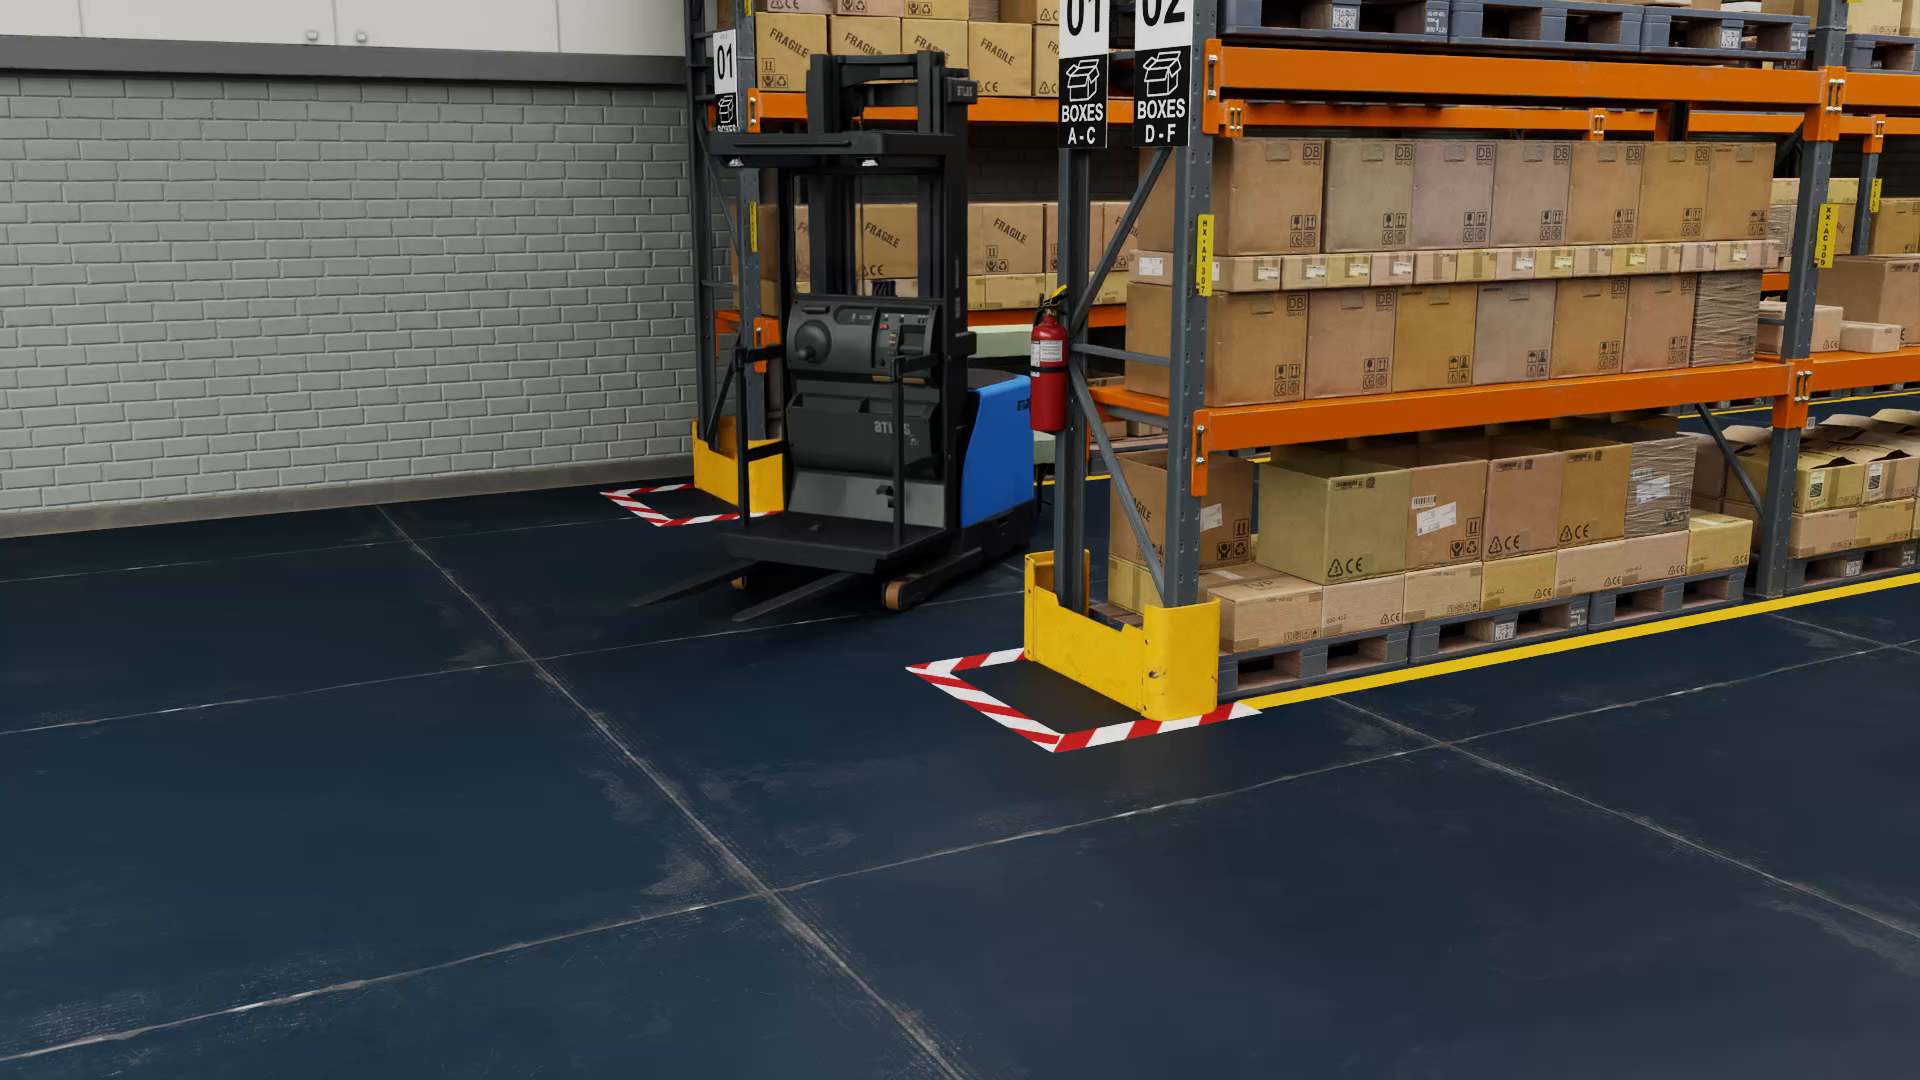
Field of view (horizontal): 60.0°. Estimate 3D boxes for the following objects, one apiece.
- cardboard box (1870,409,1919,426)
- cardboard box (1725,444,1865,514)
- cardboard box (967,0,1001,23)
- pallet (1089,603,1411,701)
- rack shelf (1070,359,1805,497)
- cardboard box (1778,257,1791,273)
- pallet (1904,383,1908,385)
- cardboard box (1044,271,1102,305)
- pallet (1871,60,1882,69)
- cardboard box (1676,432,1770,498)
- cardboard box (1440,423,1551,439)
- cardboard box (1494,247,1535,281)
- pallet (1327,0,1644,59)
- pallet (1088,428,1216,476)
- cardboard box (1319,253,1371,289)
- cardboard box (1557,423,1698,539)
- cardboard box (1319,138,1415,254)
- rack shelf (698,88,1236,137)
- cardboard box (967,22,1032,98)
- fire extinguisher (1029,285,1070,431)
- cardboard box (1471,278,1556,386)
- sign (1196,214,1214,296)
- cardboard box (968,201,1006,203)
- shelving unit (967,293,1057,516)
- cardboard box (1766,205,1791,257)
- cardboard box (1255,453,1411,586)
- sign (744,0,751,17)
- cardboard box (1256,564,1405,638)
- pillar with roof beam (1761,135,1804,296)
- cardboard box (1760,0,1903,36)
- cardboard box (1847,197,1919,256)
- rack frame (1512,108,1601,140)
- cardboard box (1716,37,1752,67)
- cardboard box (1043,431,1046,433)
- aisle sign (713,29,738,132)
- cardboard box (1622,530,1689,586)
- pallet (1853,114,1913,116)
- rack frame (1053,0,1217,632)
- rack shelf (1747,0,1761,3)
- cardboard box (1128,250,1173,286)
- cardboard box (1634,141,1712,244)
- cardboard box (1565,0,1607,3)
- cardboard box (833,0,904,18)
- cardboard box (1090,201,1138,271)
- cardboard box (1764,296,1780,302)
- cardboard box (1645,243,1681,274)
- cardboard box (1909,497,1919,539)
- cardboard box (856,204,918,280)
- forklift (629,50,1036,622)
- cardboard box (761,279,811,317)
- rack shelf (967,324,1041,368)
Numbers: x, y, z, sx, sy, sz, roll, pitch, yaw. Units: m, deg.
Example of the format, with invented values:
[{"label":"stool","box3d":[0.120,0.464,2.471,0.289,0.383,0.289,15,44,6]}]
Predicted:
[{"label":"cardboard box","box3d":[6.256,-0.682,10.835,0.500,0.311,0.500,-7,15,-29]},{"label":"cardboard box","box3d":[4.734,-0.365,9.427,0.500,0.311,0.500,-7,14,-28]},{"label":"cardboard box","box3d":[-0.021,-4.030,12.301,0.500,0.500,0.500,-7,14,-28]},{"label":"pallet","box3d":[1.392,0.460,8.083,1.213,0.211,1.003,-7,14,-28]},{"label":"rack shelf","box3d":[2.496,-0.671,8.397,4.000,0.370,1.077,-7,14,-28]},{"label":"cardboard box","box3d":[8.072,-2.736,16.463,0.250,0.149,0.380,-7,14,-28]},{"label":"pallet","box3d":[10.674,-1.862,18.402,1.213,0.211,1.003,-7,14,-28]},{"label":"cardboard box","box3d":[0.729,-1.908,12.552,0.500,0.250,0.500,-7,14,-28]},{"label":"pallet","box3d":[6.229,-2.818,9.895,1.213,0.211,1.003,-6,14,-25]},{"label":"cardboard box","box3d":[4.470,-0.467,9.882,0.500,0.311,0.500,-7,14,-28]},{"label":"cardboard box","box3d":[2.817,-0.368,9.010,0.500,0.500,0.500,-7,14,-28]},{"label":"cardboard box","box3d":[2.538,-1.338,8.018,0.250,0.149,0.380,-7,14,-27]},{"label":"pallet","box3d":[2.446,-2.430,7.946,1.213,0.211,1.003,-7,14,-28]},{"label":"pallet","box3d":[1.302,-0.749,13.455,1.213,0.211,1.003,-7,14,-28]},{"label":"cardboard box","box3d":[1.638,-1.231,7.541,0.250,0.149,0.380,-7,14,-28]},{"label":"cardboard box","box3d":[3.505,-0.320,8.799,0.500,0.500,0.500,-7,14,-28]},{"label":"cardboard box","box3d":[1.662,-1.602,7.712,0.500,0.500,0.700,-7,15,-29]},{"label":"rack shelf","box3d":[0.119,-3.089,12.308,4.000,0.370,1.077,-7,14,-28]},{"label":"cardboard box","box3d":[0.179,-3.440,11.958,0.500,0.500,0.500,-6,14,-24]},{"label":"fire extinguisher","box3d":[0.414,-0.851,7.734,0.183,0.674,0.296,-7,14,-28]},{"label":"cardboard box","box3d":[2.514,-1.070,8.306,0.500,0.500,0.700,-6,14,-26]},{"label":"sign","box3d":[1.001,-1.165,6.801,0.005,0.325,0.100,-7,14,-28]},{"label":"cardboard box","box3d":[0.016,-2.318,12.665,0.500,0.500,0.500,-7,14,-27]},{"label":"shelving unit","box3d":[0.283,-0.838,10.918,0.755,1.500,0.431,-6,14,-23]},{"label":"cardboard box","box3d":[7.724,-3.028,16.281,0.500,0.500,0.500,-7,14,-28]},{"label":"cardboard box","box3d":[1.756,-0.107,7.852,0.500,0.500,0.500,-7,14,-28]},{"label":"sign","box3d":[-1.376,-3.551,10.734,0.005,0.325,0.100,-7,14,-28]},{"label":"cardboard box","box3d":[1.755,0.258,7.936,0.500,0.250,0.500,-7,14,-28]},{"label":"pillar with roof beam","box3d":[11.159,-5.366,13.956,0.400,9.000,9.100,-7,14,-28]},{"label":"cardboard box","box3d":[4.797,-2.890,9.174,0.500,0.250,0.500,-5,14,-22]},{"label":"cardboard box","box3d":[9.380,-3.228,17.440,0.700,0.700,0.980,-7,14,-27]},{"label":"rack frame","box3d":[5.386,-2.607,15.363,0.127,3.000,1.000,-7,14,-28]},{"label":"cardboard box","box3d":[7.143,-4.572,16.032,0.500,0.500,0.700,-7,14,-28]},{"label":"cardboard box","box3d":[0.461,-0.846,13.027,0.250,0.149,0.380,-8,15,-32]},{"label":"aisle sign","box3d":[-1.556,-2.969,11.048,0.004,0.787,0.394,-7,14,-28]},{"label":"cardboard box","box3d":[3.506,0.046,8.880,0.500,0.250,0.500,-7,14,-28]},{"label":"pallet","box3d":[9.620,-4.532,17.287,1.213,0.211,1.003,-7,14,-28]},{"label":"rack frame","box3d":[0.740,-0.812,7.383,0.127,3.000,1.000,-7,14,-28]},{"label":"rack shelf","box3d":[7.141,-5.199,15.762,4.000,0.370,1.077,-7,14,-28]},{"label":"cardboard box","box3d":[0.985,-1.254,7.643,0.250,0.149,0.380,-7,15,-29]},{"label":"cardboard box","box3d":[3.422,-1.813,8.650,0.500,0.500,0.700,-7,14,-28]},{"label":"cardboard box","box3d":[2.745,-2.870,8.189,0.637,0.503,0.797,-5,14,-22]},{"label":"cardboard box","box3d":[-0.717,-3.812,11.334,0.500,0.500,0.500,-7,14,-29]},{"label":"cardboard box","box3d":[1.172,-2.326,12.701,0.500,0.500,0.500,-7,14,-28]},{"label":"cardboard box","box3d":[4.935,-1.295,9.836,0.258,0.266,0.396,-7,15,-29]},{"label":"cardboard box","box3d":[3.439,-1.446,8.498,0.250,0.149,0.380,-7,14,-28]},{"label":"cardboard box","box3d":[5.627,-0.199,9.968,0.500,0.250,0.500,-7,15,-30]},{"label":"cardboard box","box3d":[-0.635,-2.111,11.744,0.500,0.500,0.500,-7,14,-28]},{"label":"forklift","box3d":[-0.645,-1.158,9.078,1.130,2.935,3.031,6,14,26]},{"label":"cardboard box","box3d":[-1.056,-1.693,11.594,0.500,0.250,0.500,-7,15,-29]},{"label":"rack shelf","box3d":[0.283,-1.219,10.833,0.720,0.370,0.431,-6,14,-23]}]
